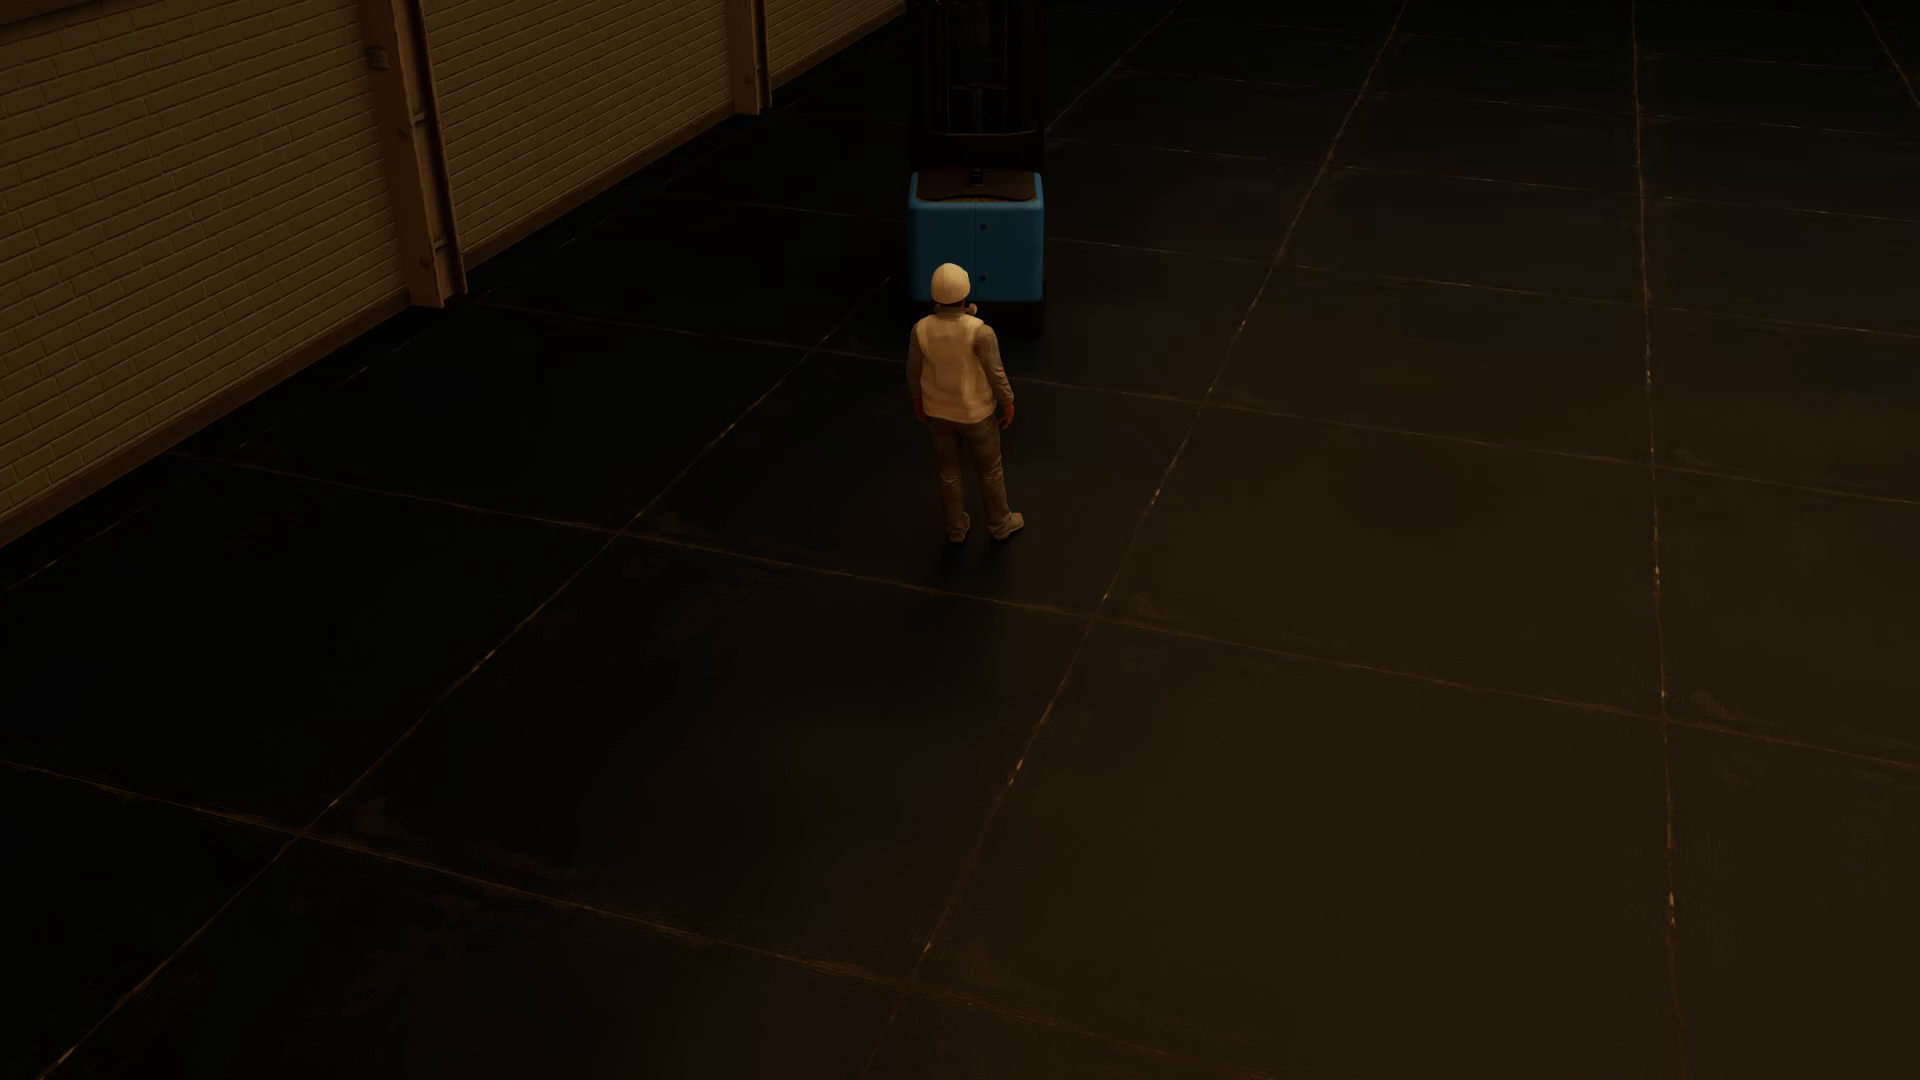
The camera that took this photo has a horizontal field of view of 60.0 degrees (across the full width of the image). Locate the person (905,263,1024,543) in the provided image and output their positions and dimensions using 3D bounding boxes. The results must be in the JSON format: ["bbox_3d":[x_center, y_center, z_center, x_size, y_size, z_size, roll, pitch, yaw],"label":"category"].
[{"bbox_3d":[0.027,-0.805,9.703,0.634,1.775,0.566,10,31,16],"label":"person"}]

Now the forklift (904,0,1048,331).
[{"bbox_3d":[0.134,-3.563,13.387,1.130,2.935,3.031,0,30,1],"label":"forklift"}]
